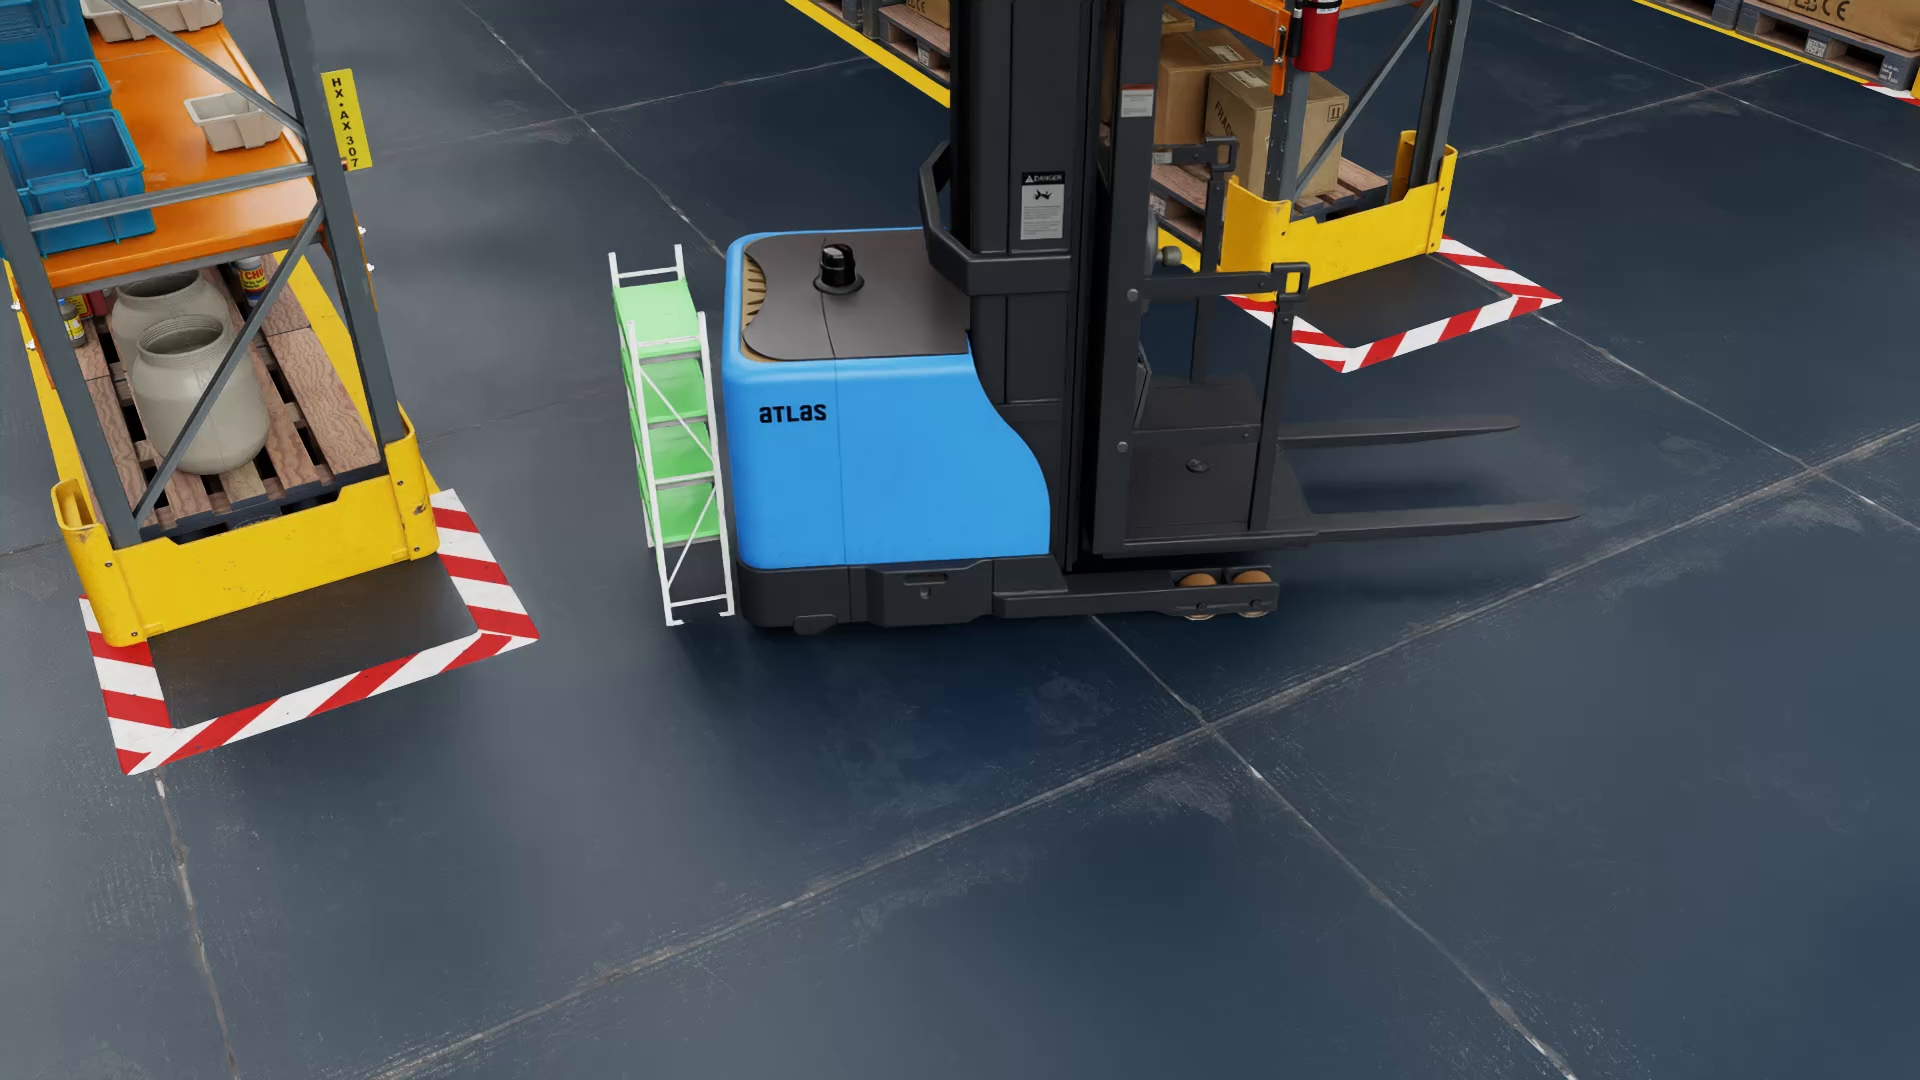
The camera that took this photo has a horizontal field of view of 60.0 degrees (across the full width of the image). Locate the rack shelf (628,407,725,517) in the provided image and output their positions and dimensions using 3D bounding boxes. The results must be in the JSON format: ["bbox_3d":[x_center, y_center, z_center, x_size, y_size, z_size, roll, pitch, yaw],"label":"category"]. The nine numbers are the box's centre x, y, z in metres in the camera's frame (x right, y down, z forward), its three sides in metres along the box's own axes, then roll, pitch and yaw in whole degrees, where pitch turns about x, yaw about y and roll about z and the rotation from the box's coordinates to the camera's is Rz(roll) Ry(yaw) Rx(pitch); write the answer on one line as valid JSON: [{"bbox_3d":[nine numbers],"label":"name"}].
[{"bbox_3d":[-0.982,-0.292,5.741,0.258,0.148,0.480,-10,37,-13],"label":"rack shelf"}]

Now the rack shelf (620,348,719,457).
[{"bbox_3d":[-0.982,-0.486,5.599,0.258,0.148,0.480,-10,37,-13],"label":"rack shelf"}]

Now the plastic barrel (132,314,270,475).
[{"bbox_3d":[-2.832,-0.541,6.200,0.421,0.512,0.421,0,36,0],"label":"plastic barrel"}]

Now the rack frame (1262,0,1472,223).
[{"bbox_3d":[1.847,-2.530,7.171,1.000,3.000,0.127,-19,40,-24],"label":"rack frame"}]

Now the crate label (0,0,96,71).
[{"bbox_3d":[-3.594,-1.935,6.327,0.502,0.435,0.616,-19,40,-24],"label":"crate label"}]

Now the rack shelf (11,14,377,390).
[{"bbox_3d":[-3.440,-1.792,6.770,1.077,0.370,4.000,-19,40,-24],"label":"rack shelf"}]

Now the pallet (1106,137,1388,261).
[{"bbox_3d":[1.432,-1.868,8.628,1.003,0.211,1.213,-19,40,-24],"label":"pallet"}]

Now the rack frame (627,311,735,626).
[{"bbox_3d":[-0.914,-0.206,5.514,0.240,1.200,0.015,-10,37,-13],"label":"rack frame"}]

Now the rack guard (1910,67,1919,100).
[{"bbox_3d":[6.199,-2.927,9.834,1.175,0.500,0.348,-19,40,-24],"label":"rack guard"}]

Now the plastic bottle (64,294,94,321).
[{"bbox_3d":[-3.840,-1.084,7.127,0.152,0.276,0.135,-19,40,-24],"label":"plastic bottle"}]

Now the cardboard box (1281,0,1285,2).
[{"bbox_3d":[1.526,-2.513,7.361,0.380,0.149,0.250,-19,40,-24],"label":"cardboard box"}]

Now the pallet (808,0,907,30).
[{"bbox_3d":[-0.555,-3.841,11.330,1.003,0.211,1.213,-19,40,-24],"label":"pallet"}]

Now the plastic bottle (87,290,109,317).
[{"bbox_3d":[-3.748,-1.119,7.168,0.061,0.283,0.133,-19,40,-24],"label":"plastic bottle"}]

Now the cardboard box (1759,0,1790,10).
[{"bbox_3d":[5.345,-4.034,10.676,0.875,0.875,0.875,-20,40,-25],"label":"cardboard box"}]

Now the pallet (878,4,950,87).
[{"bbox_3d":[0.206,-3.112,10.332,1.003,0.211,1.213,-19,40,-24],"label":"pallet"}]

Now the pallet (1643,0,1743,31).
[{"bbox_3d":[5.109,-3.829,11.313,1.003,0.211,1.213,-19,40,-24],"label":"pallet"}]

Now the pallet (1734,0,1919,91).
[{"bbox_3d":[5.717,-3.207,10.462,1.003,0.211,1.213,-19,40,-24],"label":"pallet"}]

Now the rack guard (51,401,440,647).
[{"bbox_3d":[-2.514,-0.078,5.933,1.175,0.500,0.348,-19,40,-24],"label":"rack guard"}]

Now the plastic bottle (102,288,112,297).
[{"bbox_3d":[-3.811,-1.171,7.309,0.097,0.201,0.097,0,36,0],"label":"plastic bottle"}]

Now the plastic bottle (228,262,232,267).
[{"bbox_3d":[-3.299,-1.381,7.538,0.097,0.271,0.097,0,36,0],"label":"plastic bottle"}]

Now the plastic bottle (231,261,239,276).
[{"bbox_3d":[-3.249,-1.330,7.468,0.097,0.271,0.097,0,36,0],"label":"plastic bottle"}]

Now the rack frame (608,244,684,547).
[{"bbox_3d":[-1.050,-0.482,5.892,0.240,1.200,0.015,-10,37,-13],"label":"rack frame"}]

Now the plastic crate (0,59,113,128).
[{"bbox_3d":[-3.267,-1.502,5.889,0.499,0.251,0.408,-19,40,-24],"label":"plastic crate"}]

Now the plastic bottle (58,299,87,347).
[{"bbox_3d":[-3.737,-0.917,6.962,0.097,0.201,0.097,0,36,0],"label":"plastic bottle"}]

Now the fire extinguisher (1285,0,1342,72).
[{"bbox_3d":[1.507,-2.304,6.927,0.296,0.674,0.183,-19,40,-24],"label":"fire extinguisher"}]

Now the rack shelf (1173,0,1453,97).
[{"bbox_3d":[0.843,-3.260,8.780,1.077,0.370,4.000,-19,40,-24],"label":"rack shelf"}]

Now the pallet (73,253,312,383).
[{"bbox_3d":[-3.526,-0.999,7.439,1.003,0.211,1.213,-19,40,-24],"label":"pallet"}]

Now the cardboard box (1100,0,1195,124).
[{"bbox_3d":[0.920,-2.634,9.076,0.500,0.500,0.500,-15,39,-20],"label":"cardboard box"}]

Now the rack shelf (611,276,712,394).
[{"bbox_3d":[-0.981,-0.680,5.458,0.258,0.148,0.480,-10,37,-13],"label":"rack shelf"}]

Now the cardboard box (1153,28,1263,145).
[{"bbox_3d":[1.218,-2.309,8.631,0.500,0.500,0.500,-9,37,-12],"label":"cardboard box"}]

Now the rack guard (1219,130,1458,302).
[{"bbox_3d":[1.809,-1.560,7.962,1.175,0.500,0.348,-19,40,-24],"label":"rack guard"}]

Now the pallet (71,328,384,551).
[{"bbox_3d":[-2.917,-0.377,6.588,1.003,0.211,1.213,-19,40,-24],"label":"pallet"}]

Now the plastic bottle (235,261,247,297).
[{"bbox_3d":[-3.129,-1.180,7.322,0.097,0.201,0.097,0,36,0],"label":"plastic bottle"}]

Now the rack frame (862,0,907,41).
[{"bbox_3d":[-0.162,-4.570,9.964,1.000,3.000,0.127,-19,40,-24],"label":"rack frame"}]

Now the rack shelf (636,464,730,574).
[{"bbox_3d":[-0.982,-0.098,5.882,0.258,0.148,0.480,-10,37,-13],"label":"rack shelf"}]

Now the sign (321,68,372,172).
[{"bbox_3d":[-1.957,-1.335,5.300,0.100,0.325,0.005,-19,40,-24],"label":"sign"}]

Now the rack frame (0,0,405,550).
[{"bbox_3d":[-2.435,-1.063,5.162,1.000,3.000,0.127,-19,40,-24],"label":"rack frame"}]

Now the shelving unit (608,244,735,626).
[{"bbox_3d":[-0.982,-0.344,5.703,0.258,1.200,0.503,-10,37,-13],"label":"shelving unit"}]

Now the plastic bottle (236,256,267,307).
[{"bbox_3d":[-3.076,-1.156,7.229,0.097,0.271,0.097,0,36,0],"label":"plastic bottle"}]

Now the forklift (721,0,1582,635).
[{"bbox_3d":[0.707,-1.208,5.420,3.031,2.935,1.130,-3,36,-4],"label":"forklift"}]

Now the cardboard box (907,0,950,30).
[{"bbox_3d":[0.004,-3.515,10.282,0.500,0.500,0.500,-20,41,-25],"label":"cardboard box"}]

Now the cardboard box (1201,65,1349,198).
[{"bbox_3d":[1.548,-2.014,8.228,0.500,0.500,0.500,-12,38,-16],"label":"cardboard box"}]

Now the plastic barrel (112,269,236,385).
[{"bbox_3d":[-3.084,-0.796,6.550,0.421,0.512,0.421,0,36,0],"label":"plastic barrel"}]

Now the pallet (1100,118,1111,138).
[{"bbox_3d":[0.823,-2.489,9.479,1.003,0.211,1.213,-19,40,-24],"label":"pallet"}]

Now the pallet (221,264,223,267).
[{"bbox_3d":[-4.143,-1.622,8.291,1.003,0.211,1.213,-19,40,-24],"label":"pallet"}]

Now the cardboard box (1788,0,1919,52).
[{"bbox_3d":[5.789,-3.586,10.063,0.875,0.875,0.875,-19,40,-24],"label":"cardboard box"}]

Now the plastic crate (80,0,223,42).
[{"bbox_3d":[-3.410,-2.243,7.002,0.530,0.136,0.437,-19,40,-24],"label":"plastic crate"}]

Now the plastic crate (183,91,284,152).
[{"bbox_3d":[-2.606,-1.508,5.995,0.298,0.136,0.250,-19,40,-24],"label":"plastic crate"}]

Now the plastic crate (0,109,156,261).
[{"bbox_3d":[-2.945,-1.169,5.434,0.499,0.251,0.616,-19,40,-24],"label":"plastic crate"}]
